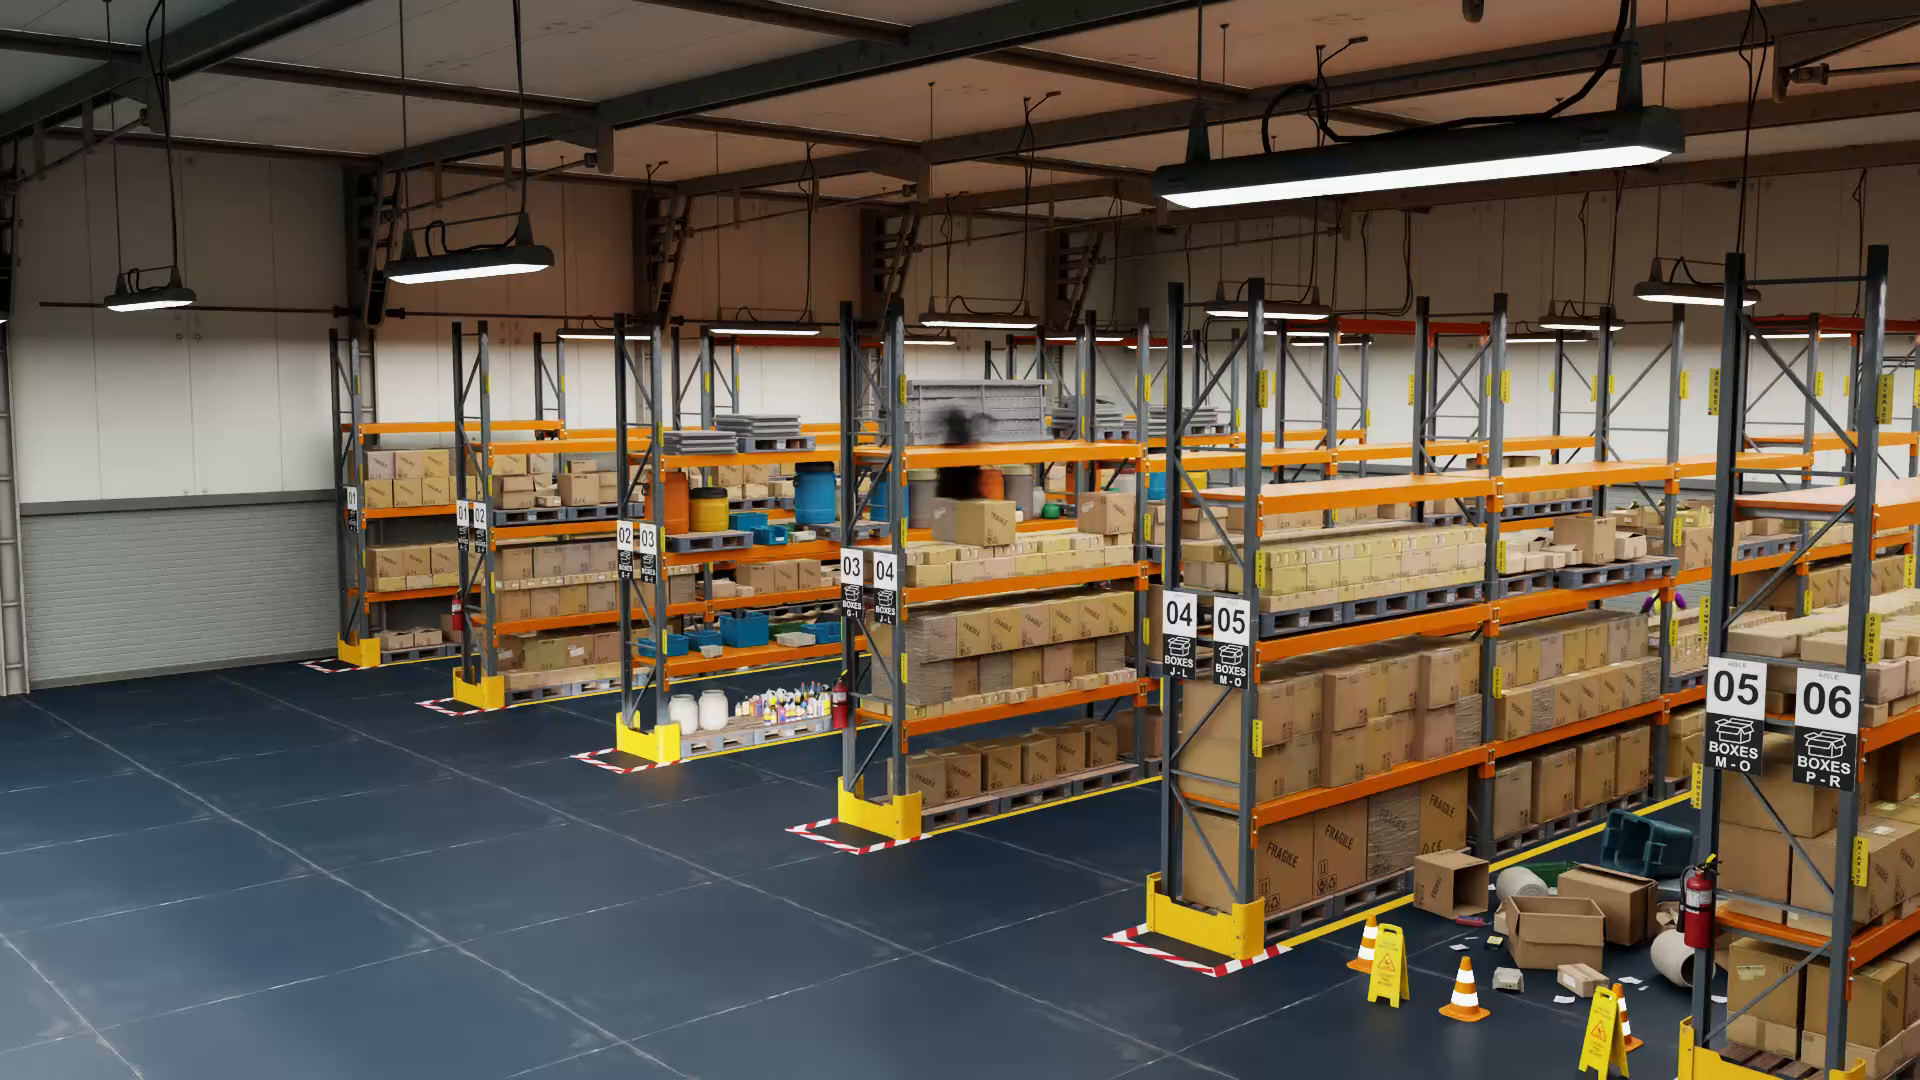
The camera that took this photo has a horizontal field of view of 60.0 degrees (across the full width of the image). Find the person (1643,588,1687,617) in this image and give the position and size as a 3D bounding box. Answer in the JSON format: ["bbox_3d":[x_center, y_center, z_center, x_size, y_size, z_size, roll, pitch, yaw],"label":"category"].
[{"bbox_3d":[12.203,1.487,28.787,0.713,1.700,0.827,2,6,17],"label":"person"}]
